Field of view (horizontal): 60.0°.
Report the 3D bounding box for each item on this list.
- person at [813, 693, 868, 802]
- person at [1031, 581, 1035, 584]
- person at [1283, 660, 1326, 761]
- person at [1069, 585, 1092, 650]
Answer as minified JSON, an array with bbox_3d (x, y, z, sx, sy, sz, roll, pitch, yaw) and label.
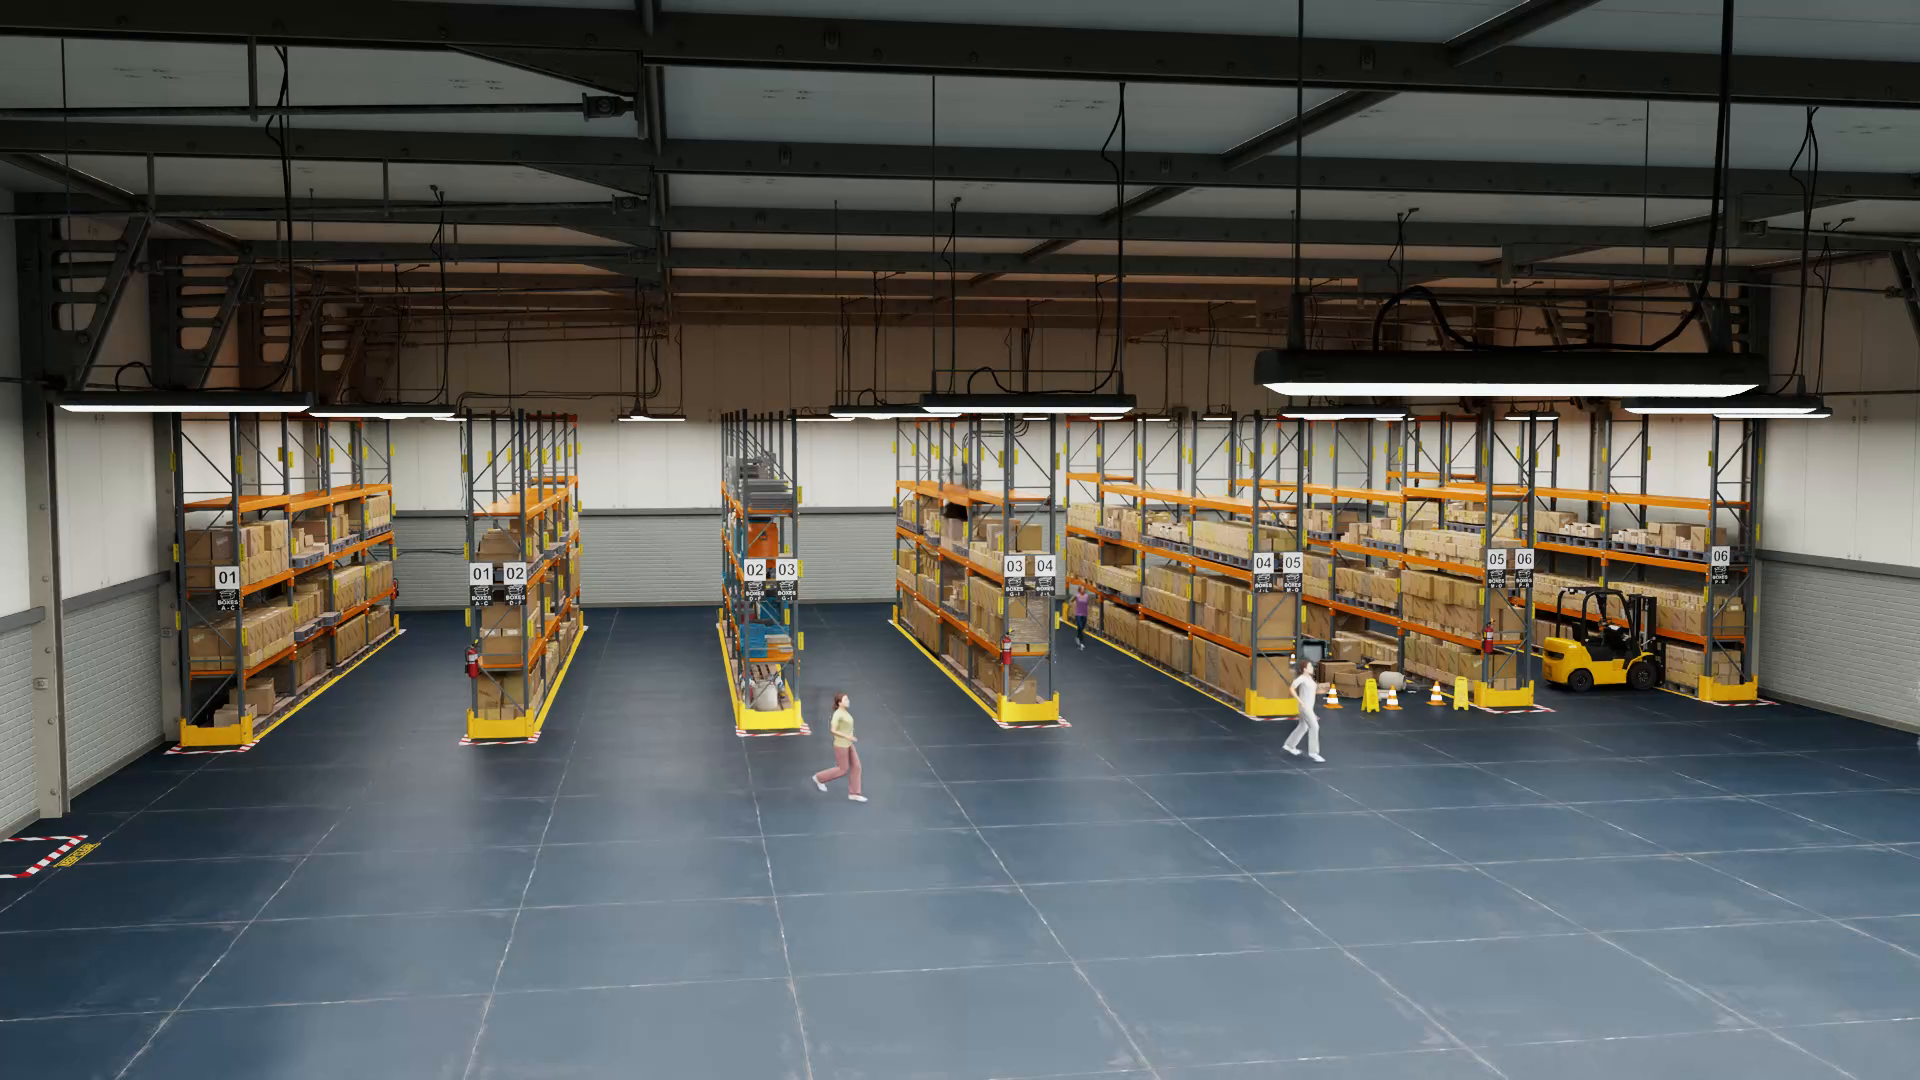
[{"bbox_3d":[-1.814,3.144,25.304,0.866,1.664,0.587,1,4,15],"label":"person"},{"bbox_3d":[1.962,1.609,47.460,0.728,1.690,0.708,0,4,6],"label":"person"},{"bbox_3d":[5.890,2.904,28.438,0.753,1.718,0.555,2,4,26],"label":"person"},{"bbox_3d":[3.097,1.963,42.501,0.535,1.598,0.841,-1,4,-15],"label":"person"}]
